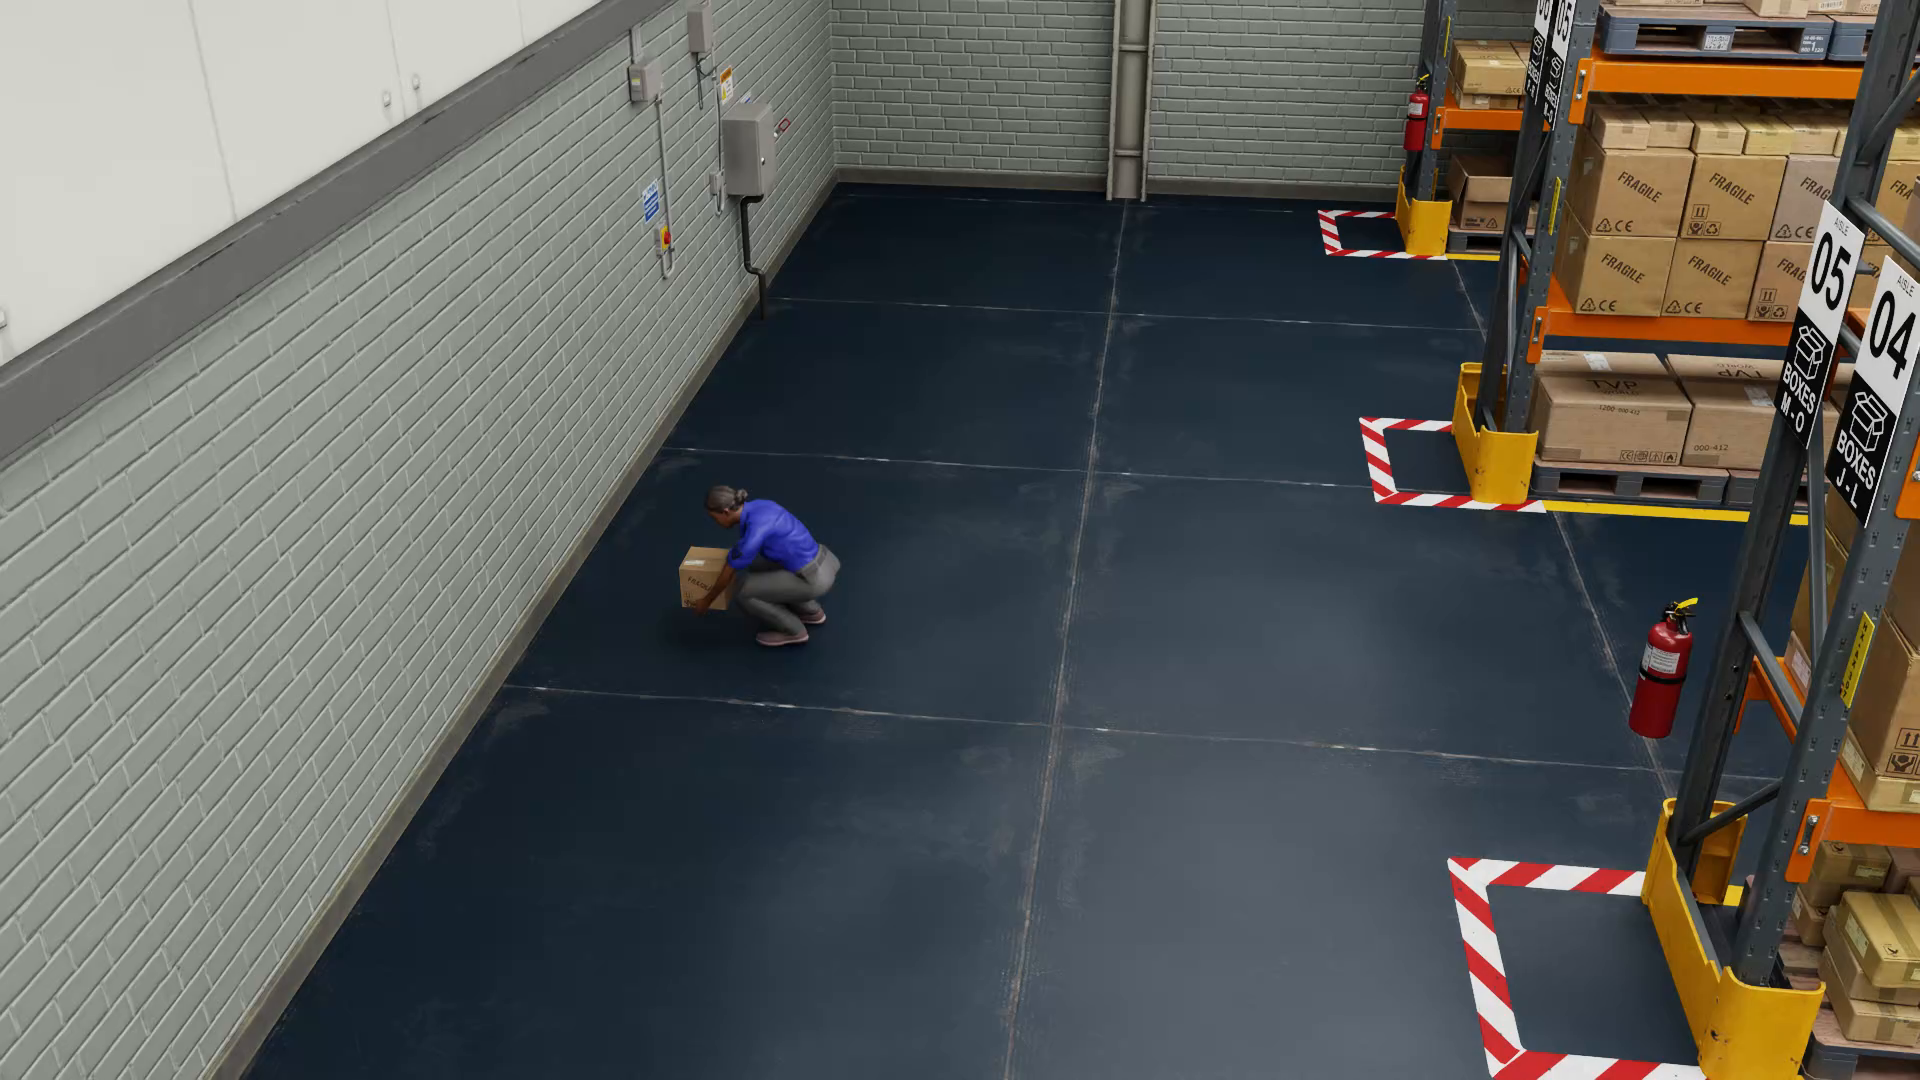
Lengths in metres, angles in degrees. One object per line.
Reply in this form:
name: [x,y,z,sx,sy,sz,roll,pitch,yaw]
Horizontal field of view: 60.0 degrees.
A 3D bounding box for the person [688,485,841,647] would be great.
person: [-1.083,0.110,9.197,0.824,0.940,0.470,3,29,5]
